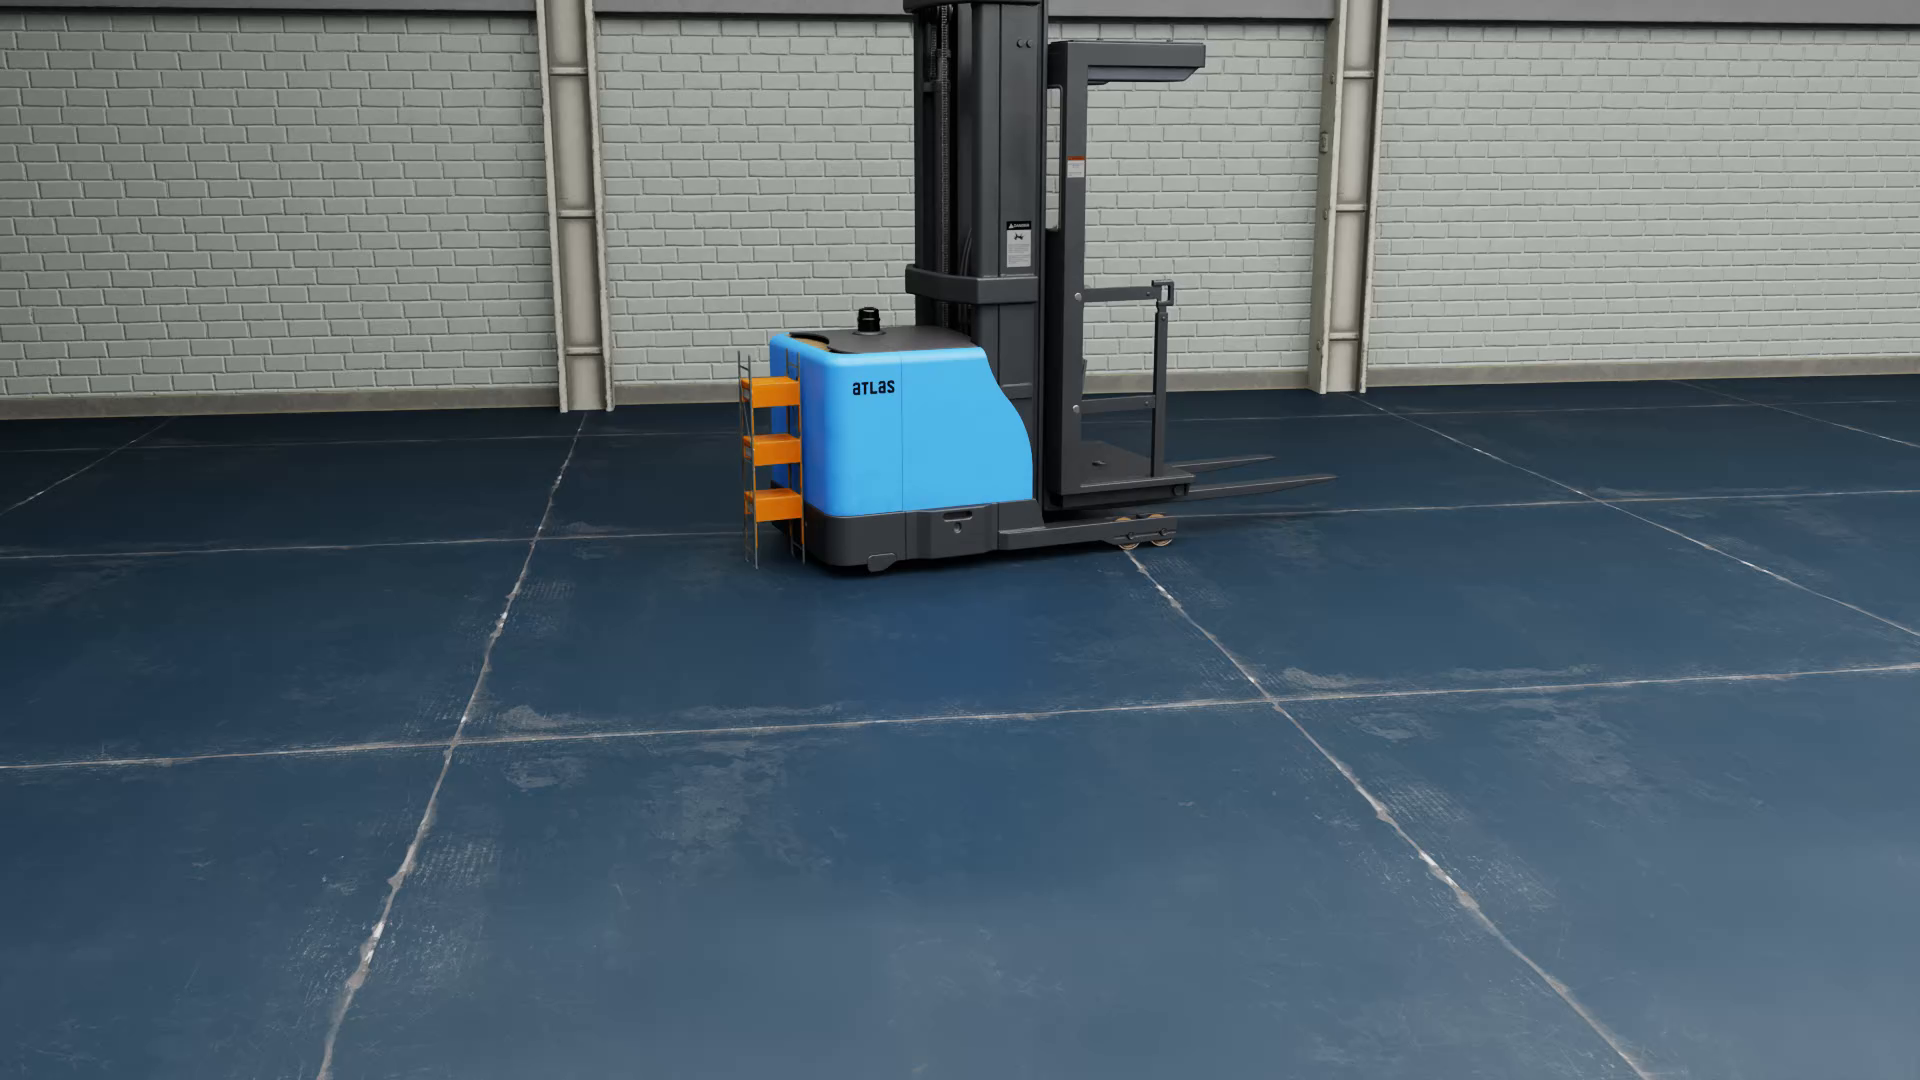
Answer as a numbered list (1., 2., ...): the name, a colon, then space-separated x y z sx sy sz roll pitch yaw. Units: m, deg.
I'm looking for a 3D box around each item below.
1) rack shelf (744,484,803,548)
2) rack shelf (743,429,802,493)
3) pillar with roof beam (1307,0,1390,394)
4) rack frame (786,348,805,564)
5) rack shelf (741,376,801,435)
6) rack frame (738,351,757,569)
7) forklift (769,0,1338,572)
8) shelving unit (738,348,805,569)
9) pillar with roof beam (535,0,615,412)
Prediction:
1. rack shelf: -0.925 -0.120 8.230 0.240 0.259 0.215 -6 15 -23
2. rack shelf: -0.925 -0.390 8.162 0.240 0.259 0.215 -6 15 -23
3. pillar with roof beam: 3.721 -4.557 8.394 0.400 9.000 9.100 -2 14 -8
4. rack frame: -0.813 -0.412 8.207 0.008 1.050 0.200 -6 15 -23
5. rack shelf: -0.925 -0.665 8.093 0.240 0.259 0.215 -6 15 -23
6. rack frame: -1.037 -0.388 8.113 0.008 1.050 0.200 -6 15 -23
7. forklift: 0.572 -1.482 8.606 3.031 2.935 1.130 -6 15 -23
8. shelving unit: -0.925 -0.400 8.160 0.252 1.050 0.215 -6 15 -23
9. pillar with roof beam: -2.212 -4.340 7.527 0.400 9.000 9.100 -2 14 -8
